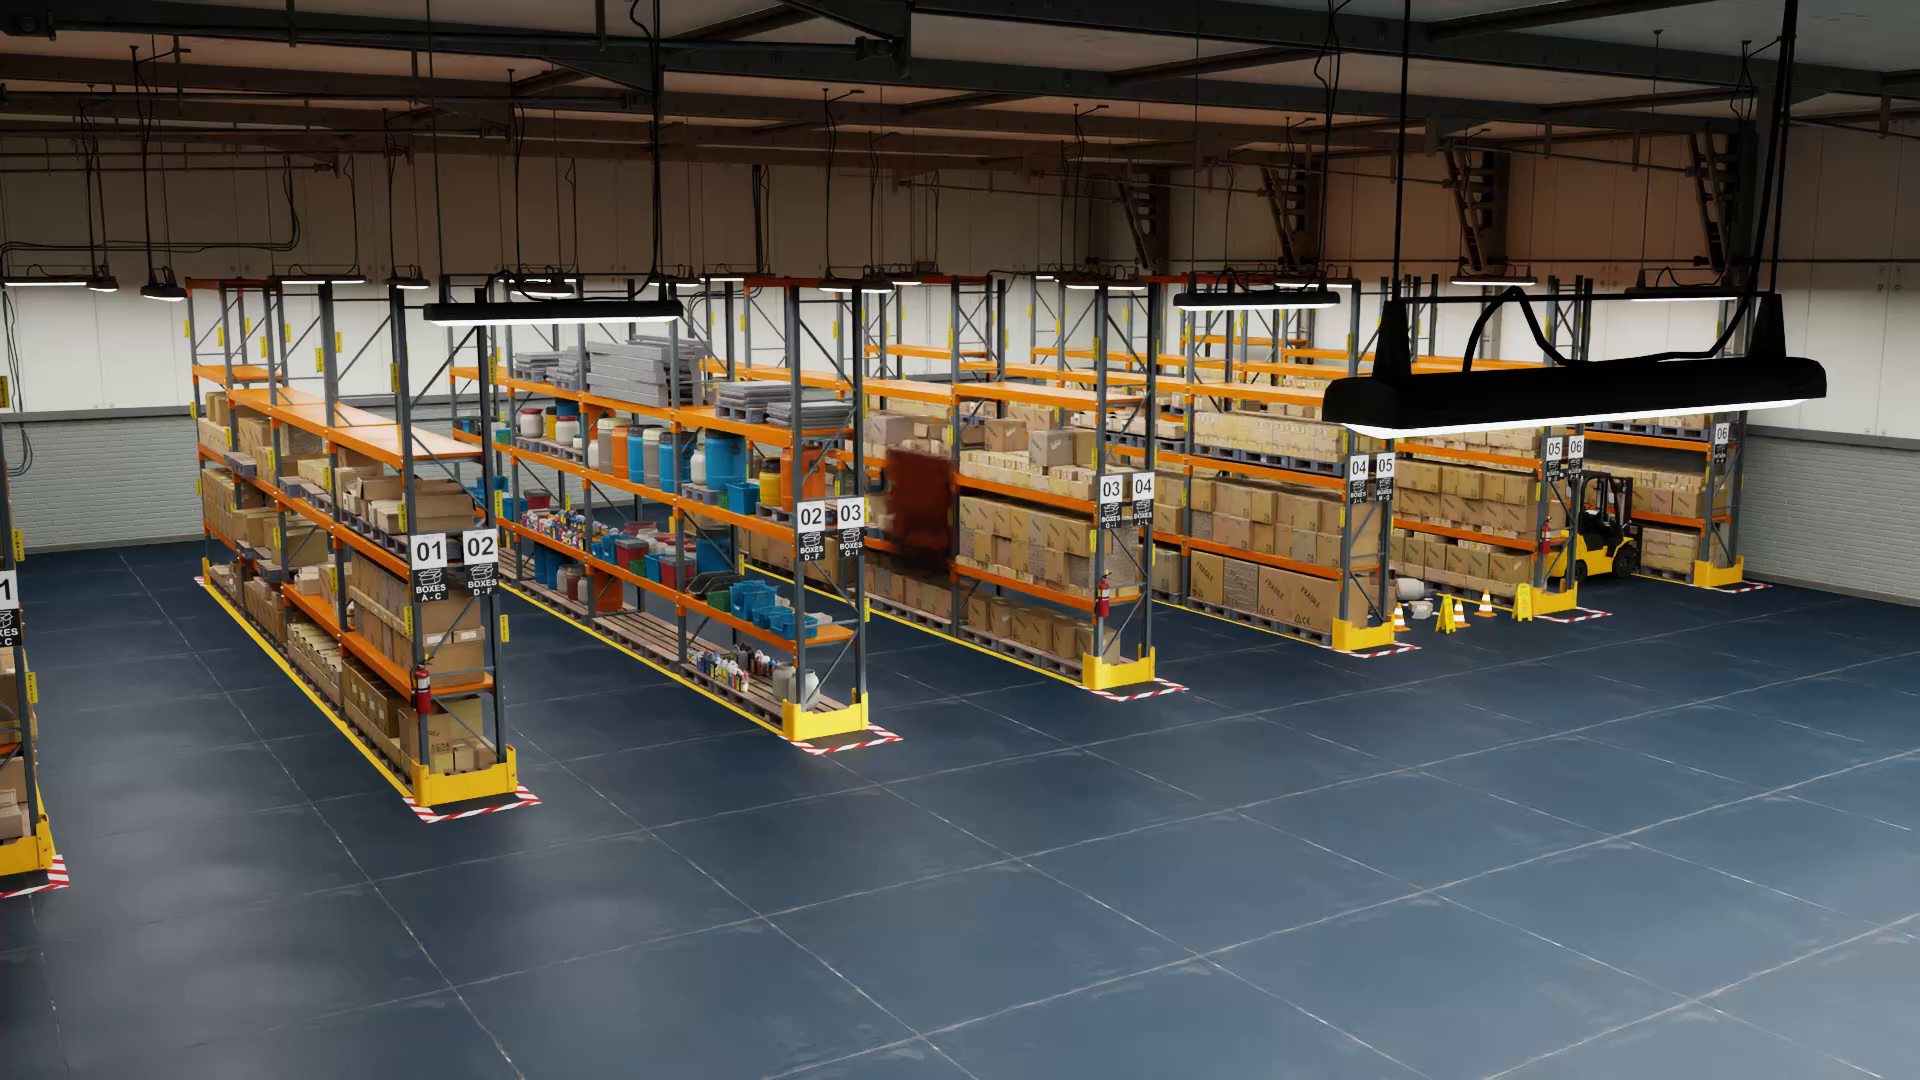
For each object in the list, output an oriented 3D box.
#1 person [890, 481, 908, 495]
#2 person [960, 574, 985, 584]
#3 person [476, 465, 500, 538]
[{"bbox_3d":[-1.605,-1.588,42.190,1.142,1.732,0.528,-5,11,-29],"label":"person"},{"bbox_3d":[0.212,-0.037,31.551,0.466,1.620,1.008,-7,12,-34],"label":"person"},{"bbox_3d":[-10.769,-0.876,38.102,0.604,1.669,0.459,-6,11,-32],"label":"person"}]
